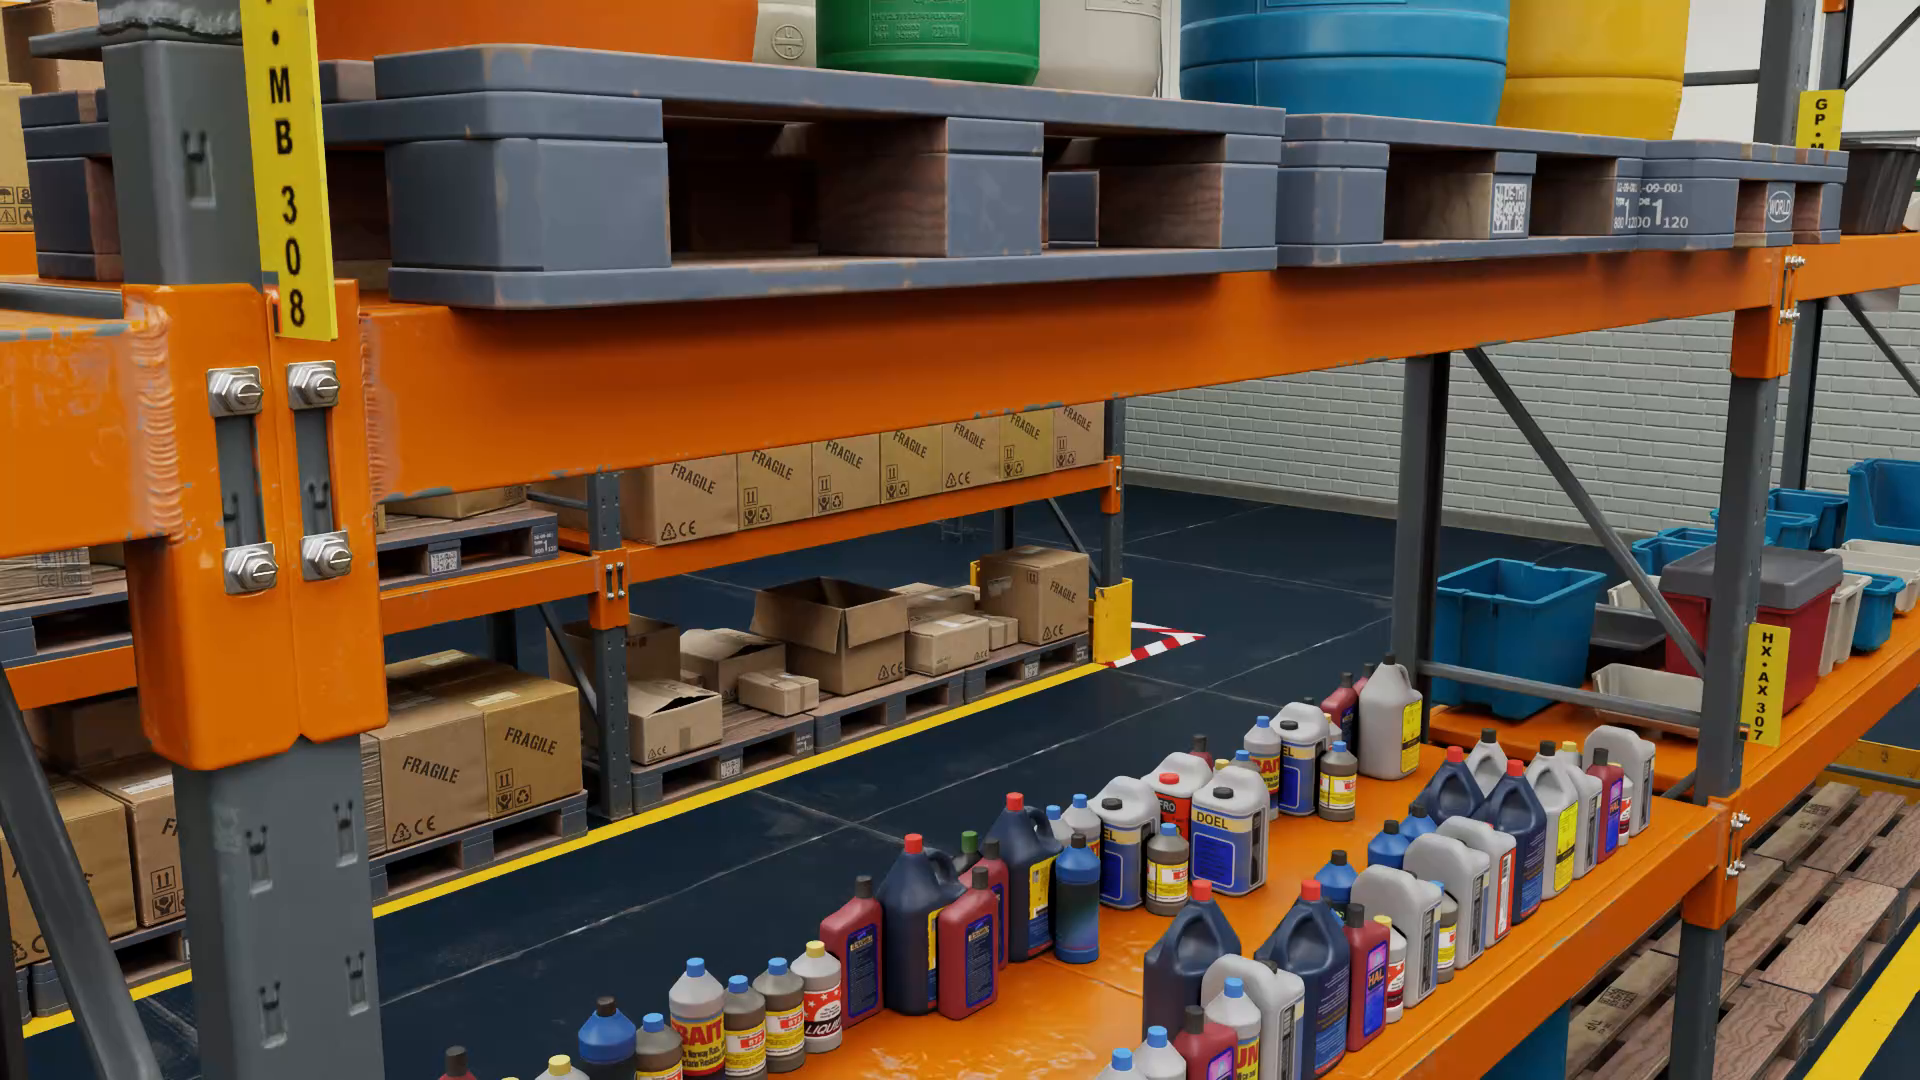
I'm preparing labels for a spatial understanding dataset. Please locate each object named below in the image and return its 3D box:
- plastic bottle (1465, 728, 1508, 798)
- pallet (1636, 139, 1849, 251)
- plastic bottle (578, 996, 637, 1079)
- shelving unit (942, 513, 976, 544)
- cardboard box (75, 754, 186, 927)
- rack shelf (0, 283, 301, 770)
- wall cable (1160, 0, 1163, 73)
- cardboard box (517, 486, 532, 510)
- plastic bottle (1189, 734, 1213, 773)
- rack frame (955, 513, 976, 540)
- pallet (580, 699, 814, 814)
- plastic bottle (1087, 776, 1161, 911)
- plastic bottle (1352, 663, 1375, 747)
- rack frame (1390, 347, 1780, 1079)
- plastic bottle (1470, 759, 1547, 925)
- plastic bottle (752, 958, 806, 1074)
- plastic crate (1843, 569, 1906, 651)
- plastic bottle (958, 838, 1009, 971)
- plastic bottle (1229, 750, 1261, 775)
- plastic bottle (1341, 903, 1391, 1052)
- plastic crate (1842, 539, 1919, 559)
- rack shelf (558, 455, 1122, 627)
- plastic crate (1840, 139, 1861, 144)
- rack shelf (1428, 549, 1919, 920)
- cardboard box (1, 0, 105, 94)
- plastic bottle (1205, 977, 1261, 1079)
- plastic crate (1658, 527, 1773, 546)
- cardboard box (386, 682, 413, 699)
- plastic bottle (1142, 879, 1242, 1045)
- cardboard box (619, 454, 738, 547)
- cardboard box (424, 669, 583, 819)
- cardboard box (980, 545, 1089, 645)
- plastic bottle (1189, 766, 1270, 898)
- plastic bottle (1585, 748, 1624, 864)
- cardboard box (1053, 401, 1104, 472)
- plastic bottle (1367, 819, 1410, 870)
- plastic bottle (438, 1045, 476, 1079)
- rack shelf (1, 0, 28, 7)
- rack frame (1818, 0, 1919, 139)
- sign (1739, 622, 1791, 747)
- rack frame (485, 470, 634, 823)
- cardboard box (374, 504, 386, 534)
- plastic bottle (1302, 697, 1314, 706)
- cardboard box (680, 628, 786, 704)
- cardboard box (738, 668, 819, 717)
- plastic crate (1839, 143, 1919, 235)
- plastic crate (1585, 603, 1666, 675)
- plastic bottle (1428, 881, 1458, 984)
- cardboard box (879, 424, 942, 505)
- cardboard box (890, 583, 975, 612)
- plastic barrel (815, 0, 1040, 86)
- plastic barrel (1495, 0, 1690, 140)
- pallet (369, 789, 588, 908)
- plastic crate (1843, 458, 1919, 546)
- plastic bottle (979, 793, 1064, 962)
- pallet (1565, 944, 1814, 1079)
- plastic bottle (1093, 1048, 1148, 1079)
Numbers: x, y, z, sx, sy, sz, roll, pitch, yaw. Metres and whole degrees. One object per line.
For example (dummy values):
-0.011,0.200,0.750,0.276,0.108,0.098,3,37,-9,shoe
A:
1.256,0.632,4.013,0.144,0.351,0.185,10,15,40,plastic bottle
1.282,-0.801,3.888,1.213,0.211,1.003,10,15,40,pallet
-0.598,0.909,2.831,0.097,0.271,0.097,0,11,0,plastic bottle
-0.010,-0.586,14.583,0.258,1.200,0.189,10,15,40,shelving unit
-3.101,1.148,6.562,0.500,0.500,0.500,9,14,38,cardboard box
-2.235,0.214,0.161,1.077,0.370,4.000,10,15,40,rack shelf
2.958,-5.752,15.569,3.097,2.526,0.112,10,15,40,wall cable
-3.793,-0.211,13.418,0.700,0.500,0.500,10,15,40,cardboard box
0.577,0.636,4.167,0.061,0.283,0.133,10,15,40,plastic bottle
0.051,-0.600,14.650,0.240,1.200,0.006,10,15,40,rack frame
-1.539,1.075,8.792,1.003,0.211,1.213,10,15,40,pallet
0.370,0.699,3.869,0.152,0.276,0.135,10,15,40,plastic bottle
1.163,0.505,4.822,0.061,0.283,0.133,10,15,40,plastic bottle
1.726,0.449,4.804,1.000,3.000,0.127,10,15,40,rack frame
1.243,0.678,3.784,0.144,0.351,0.185,10,15,40,plastic bottle
-0.340,0.886,3.125,0.097,0.201,0.097,0,11,0,plastic bottle
3.203,0.249,6.082,0.416,0.233,0.300,10,15,40,plastic crate
0.042,0.773,3.480,0.061,0.283,0.133,10,15,40,plastic bottle
0.731,0.647,4.320,0.097,0.201,0.097,0,11,0,plastic bottle
0.774,0.828,3.206,0.061,0.283,0.133,10,15,40,plastic bottle
3.964,0.104,7.053,0.396,0.136,0.243,10,15,40,plastic crate
-0.672,-0.133,9.557,1.077,0.370,4.000,10,15,40,rack shelf
3.151,-1.391,6.516,0.504,0.338,0.767,10,15,40,plastic crate
3.046,0.508,6.348,1.077,0.370,4.000,10,15,40,rack shelf
-3.259,-1.706,6.351,0.600,0.600,0.600,9,14,38,cardboard box
0.473,0.895,2.898,0.097,0.271,0.097,0,11,0,plastic bottle
3.087,0.101,6.823,0.416,0.233,0.300,10,15,40,plastic crate
-2.839,0.938,7.616,0.500,0.500,0.500,10,15,41,cardboard box
0.434,0.813,3.108,0.144,0.351,0.185,10,15,40,plastic bottle
-1.452,-0.281,8.203,0.500,0.500,0.500,10,15,42,cardboard box
-2.103,0.928,7.666,0.500,0.500,0.500,10,15,40,cardboard box
0.474,0.342,10.602,0.500,0.500,0.500,10,15,40,cardboard box
0.637,0.685,3.941,0.152,0.276,0.135,10,15,40,plastic bottle
1.590,0.646,4.116,0.061,0.283,0.133,10,15,40,plastic bottle
0.557,-0.728,10.444,0.500,0.500,0.500,10,15,42,cardboard box
0.939,0.746,3.645,0.097,0.271,0.097,0,11,0,plastic bottle
-0.816,0.946,2.613,0.061,0.283,0.133,10,15,40,plastic bottle
-7.036,-2.931,9.266,1.077,0.370,4.000,10,15,40,rack shelf
4.366,-3.081,7.163,1.000,3.000,0.127,10,15,40,rack frame
2.138,0.385,4.420,0.100,0.325,0.005,10,15,40,sign
-1.993,-0.192,8.013,1.000,3.000,0.127,10,15,40,rack frame
-2.880,-0.297,7.211,0.500,0.500,0.700,-9,15,-39,cardboard box
0.948,0.564,4.556,0.097,0.271,0.097,0,11,0,plastic bottle
-1.335,0.680,9.389,0.500,0.311,0.500,10,15,40,cardboard box
-0.990,0.819,9.061,0.380,0.166,0.250,10,15,40,cardboard box
2.752,-1.105,5.261,0.497,0.269,0.590,10,15,40,plastic crate
2.263,0.355,5.824,0.437,0.125,0.590,10,15,40,plastic crate
0.989,0.815,3.481,0.097,0.201,0.097,0,11,0,plastic bottle
-0.449,-0.505,9.324,0.500,0.500,0.500,9,15,40,cardboard box
-0.254,0.469,10.601,0.500,0.250,0.500,10,15,40,cardboard box
-0.043,-0.689,2.170,0.294,0.245,0.294,0,11,0,plastic barrel
1.276,-1.160,3.647,0.600,0.588,0.600,0,11,0,plastic barrel
-2.501,1.300,7.663,1.003,0.211,1.213,10,15,40,pallet
4.285,-0.113,7.374,0.616,0.435,0.499,10,15,40,plastic crate
0.133,0.714,3.603,0.144,0.351,0.185,10,15,40,plastic bottle
2.182,1.703,5.644,1.003,0.211,1.213,10,15,40,pallet
0.257,0.944,2.657,0.097,0.271,0.097,0,11,0,plastic bottle
